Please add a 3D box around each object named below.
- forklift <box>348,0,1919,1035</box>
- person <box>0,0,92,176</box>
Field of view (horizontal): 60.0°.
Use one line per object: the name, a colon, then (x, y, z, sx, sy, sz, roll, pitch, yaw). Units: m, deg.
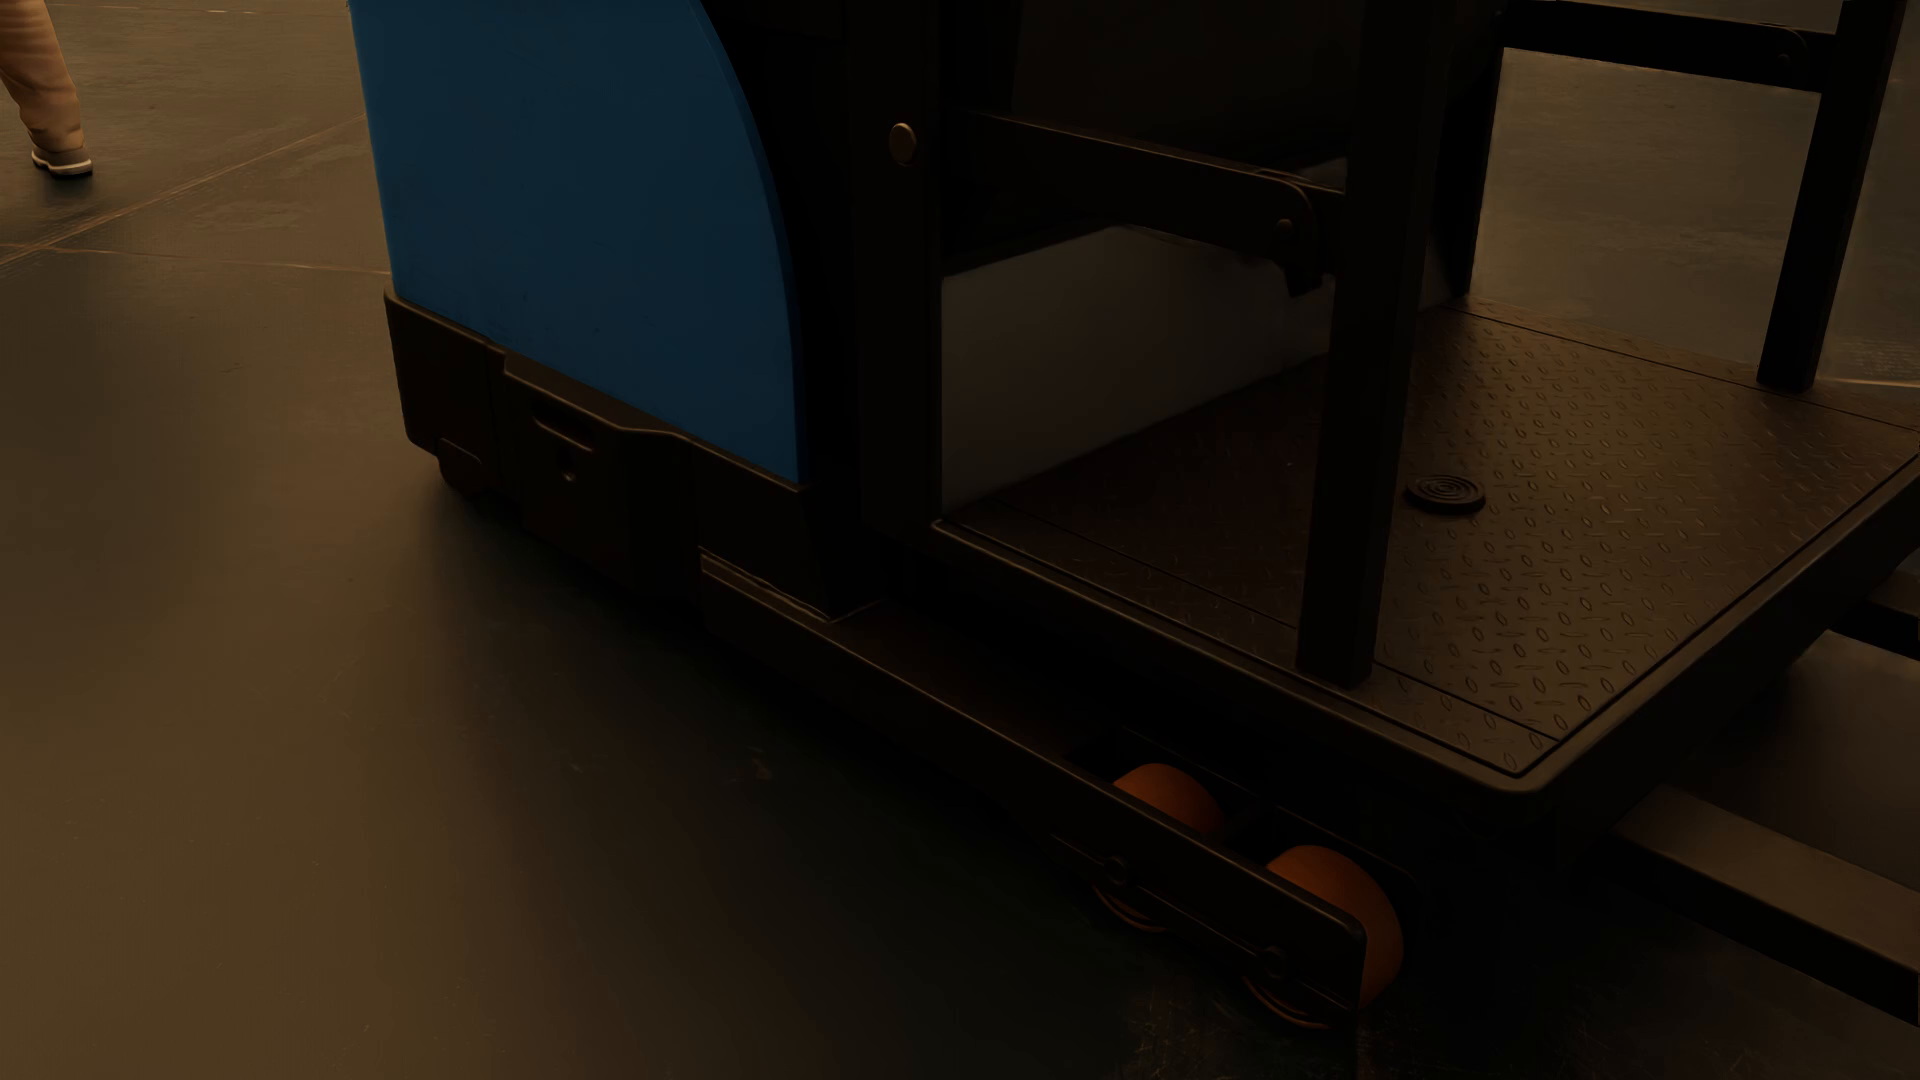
forklift: (0.494, -1.110, 1.446, 1.130, 2.935, 3.031, -24, 35, -39)
person: (-2.532, -1.701, 3.955, 0.398, 1.725, 0.590, 20, 33, 34)
